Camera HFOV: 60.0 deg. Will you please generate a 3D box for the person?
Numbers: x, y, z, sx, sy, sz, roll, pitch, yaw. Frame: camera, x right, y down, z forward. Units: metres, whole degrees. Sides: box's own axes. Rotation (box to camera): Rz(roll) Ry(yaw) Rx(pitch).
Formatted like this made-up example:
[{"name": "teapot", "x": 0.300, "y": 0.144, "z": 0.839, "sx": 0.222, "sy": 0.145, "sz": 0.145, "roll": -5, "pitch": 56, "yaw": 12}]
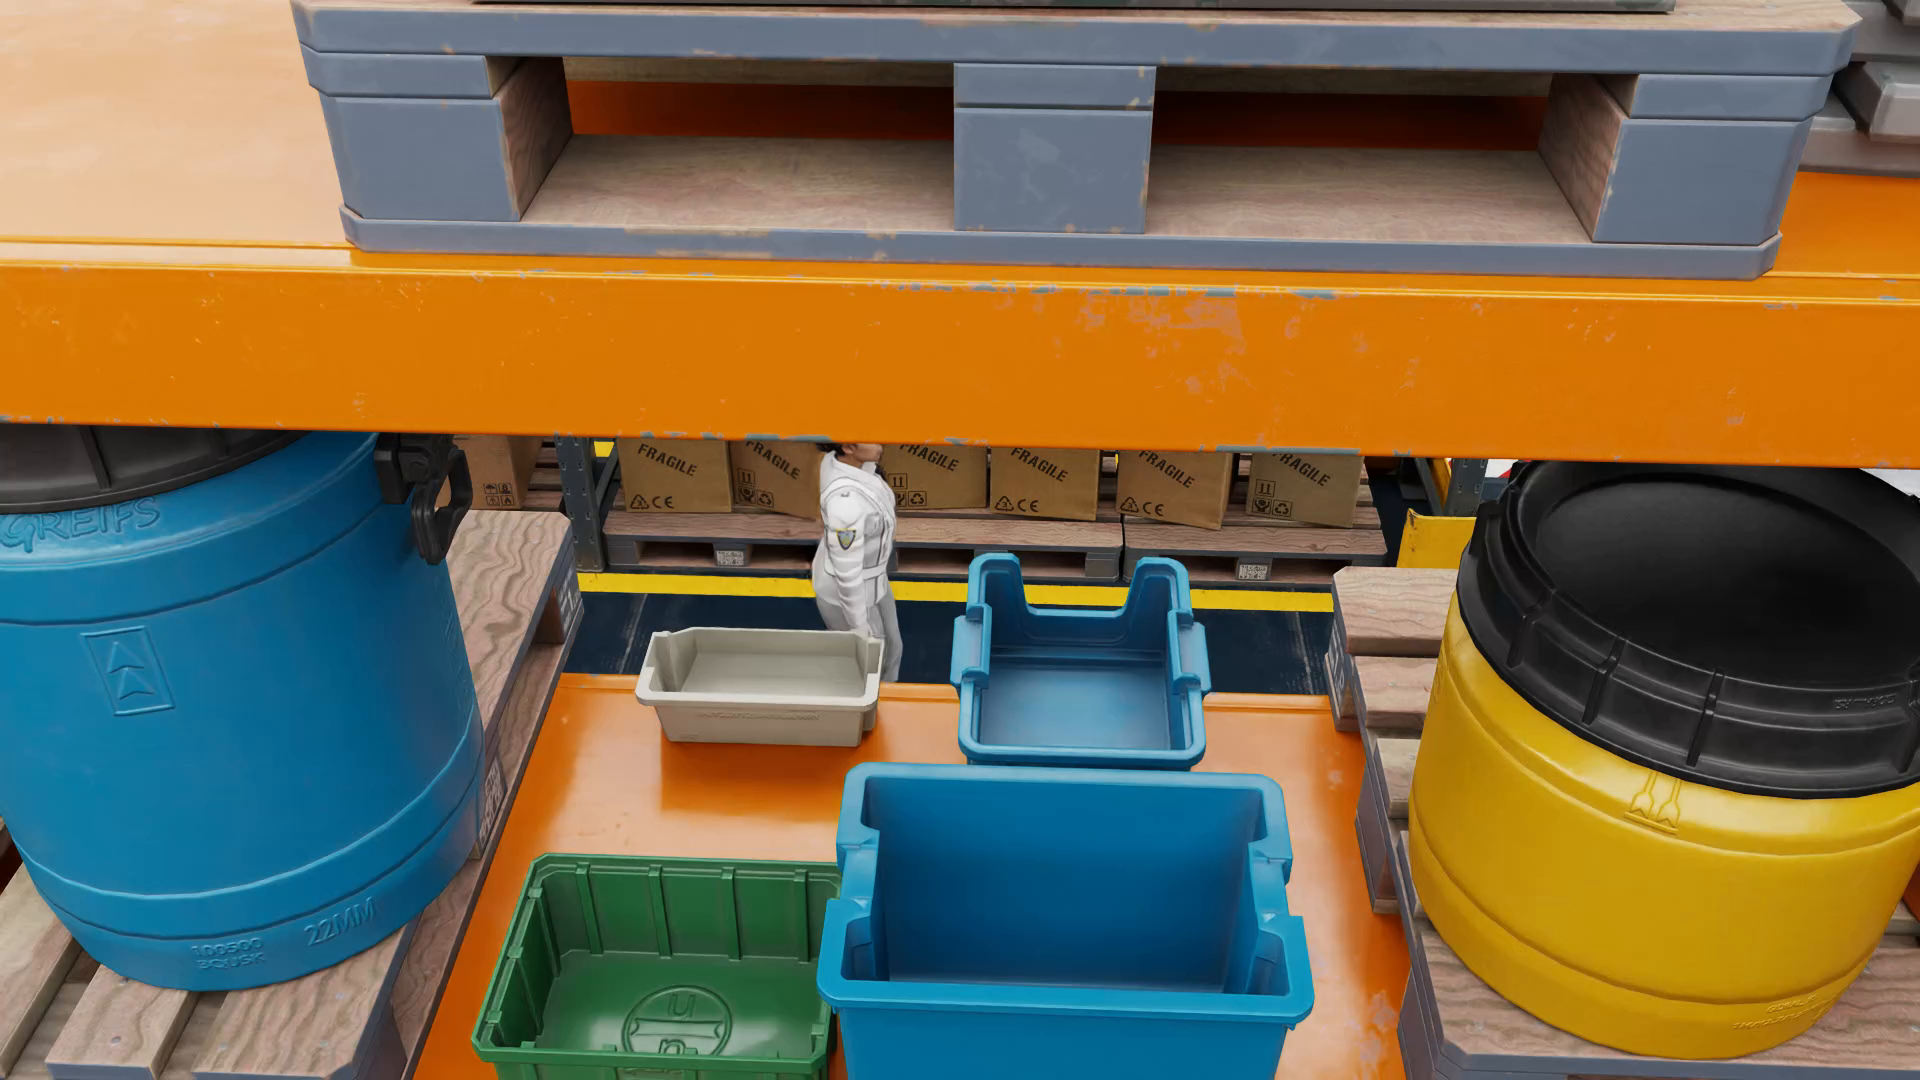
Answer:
[{"name": "person", "x": -0.472, "y": 0.185, "z": 6.344, "sx": 0.732, "sy": 1.662, "sz": 0.495, "roll": -1, "pitch": 36, "yaw": -2}]
